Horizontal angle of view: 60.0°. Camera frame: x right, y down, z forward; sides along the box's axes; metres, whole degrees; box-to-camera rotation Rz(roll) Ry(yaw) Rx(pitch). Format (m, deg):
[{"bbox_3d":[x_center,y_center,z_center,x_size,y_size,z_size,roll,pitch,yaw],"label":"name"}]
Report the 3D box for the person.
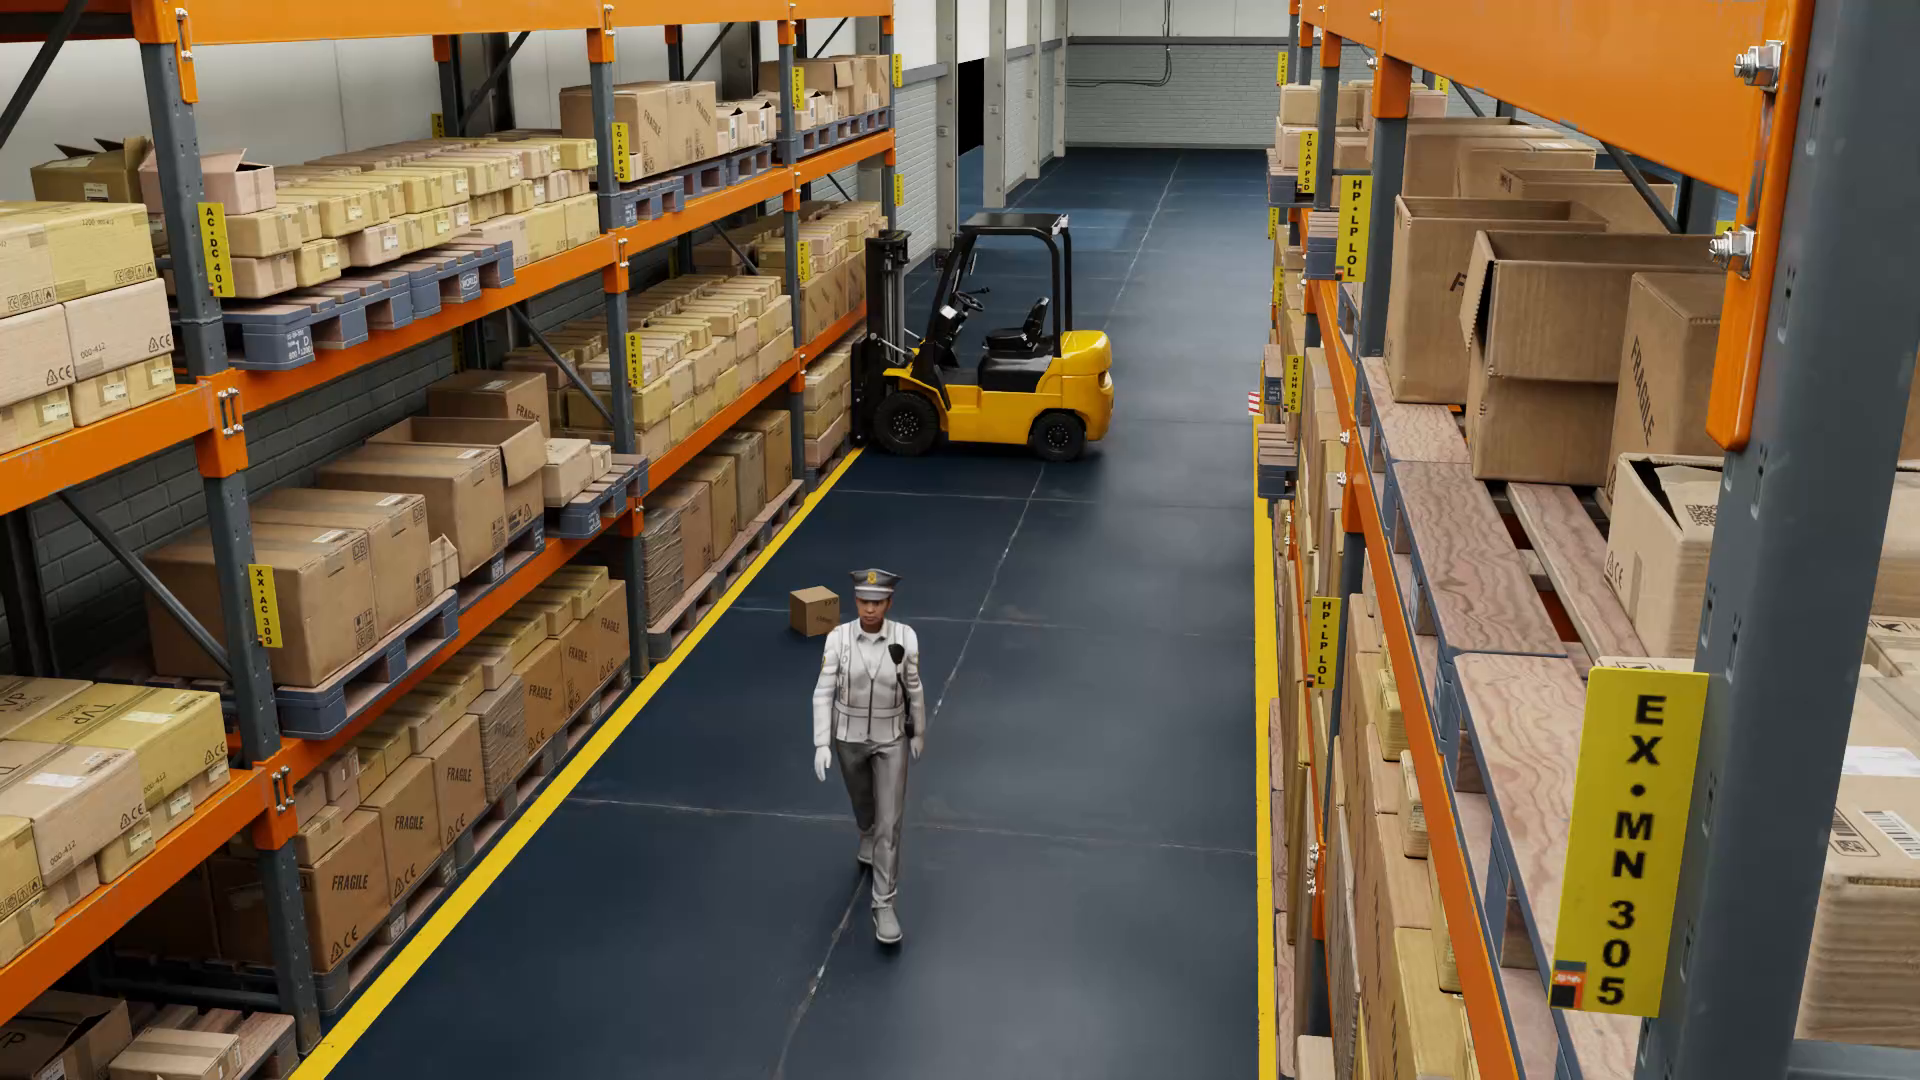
[{"bbox_3d":[-0.421,0.911,7.681,0.514,1.629,0.994,0,18,1],"label":"person"}]
